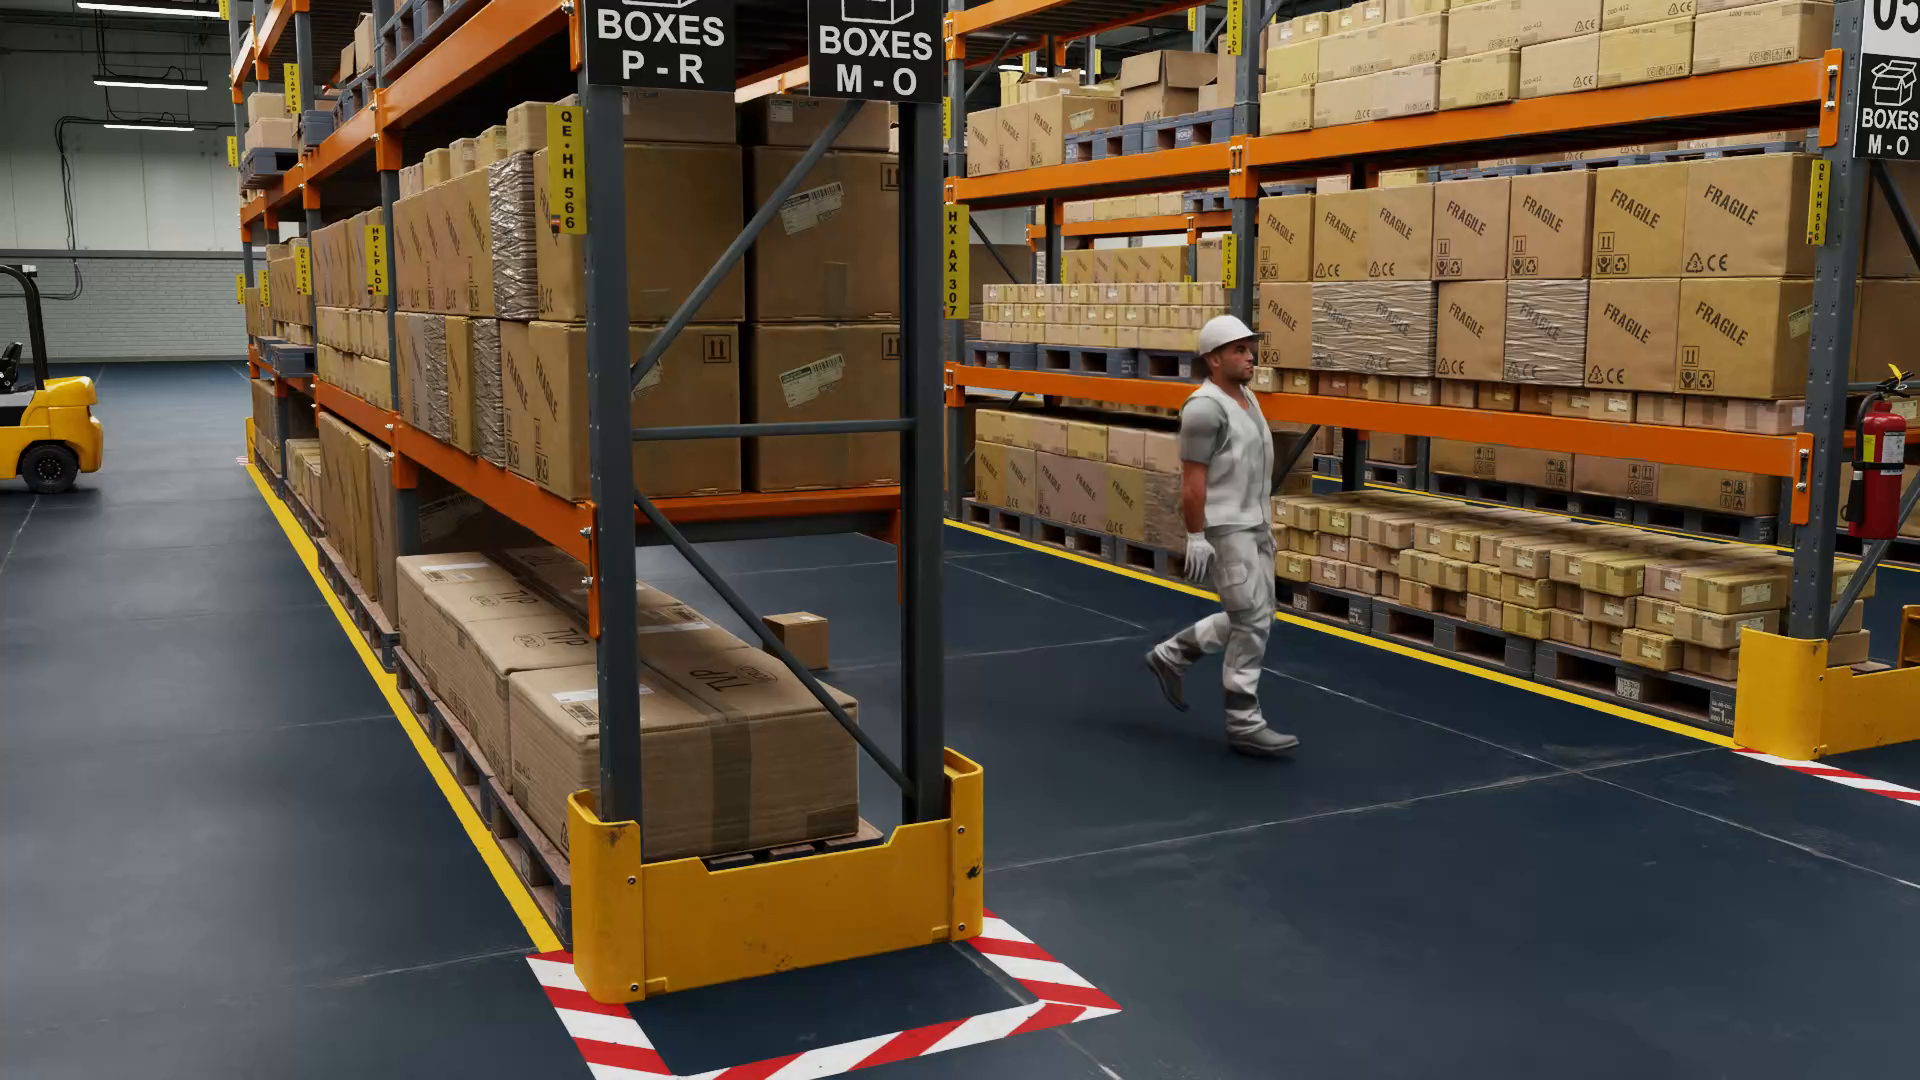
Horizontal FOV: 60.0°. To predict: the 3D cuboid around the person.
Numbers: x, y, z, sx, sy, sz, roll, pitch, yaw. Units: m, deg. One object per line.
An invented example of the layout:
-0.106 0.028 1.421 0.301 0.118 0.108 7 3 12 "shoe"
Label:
1.084 -0.037 6.875 0.754 1.770 0.549 5 10 31 "person"
